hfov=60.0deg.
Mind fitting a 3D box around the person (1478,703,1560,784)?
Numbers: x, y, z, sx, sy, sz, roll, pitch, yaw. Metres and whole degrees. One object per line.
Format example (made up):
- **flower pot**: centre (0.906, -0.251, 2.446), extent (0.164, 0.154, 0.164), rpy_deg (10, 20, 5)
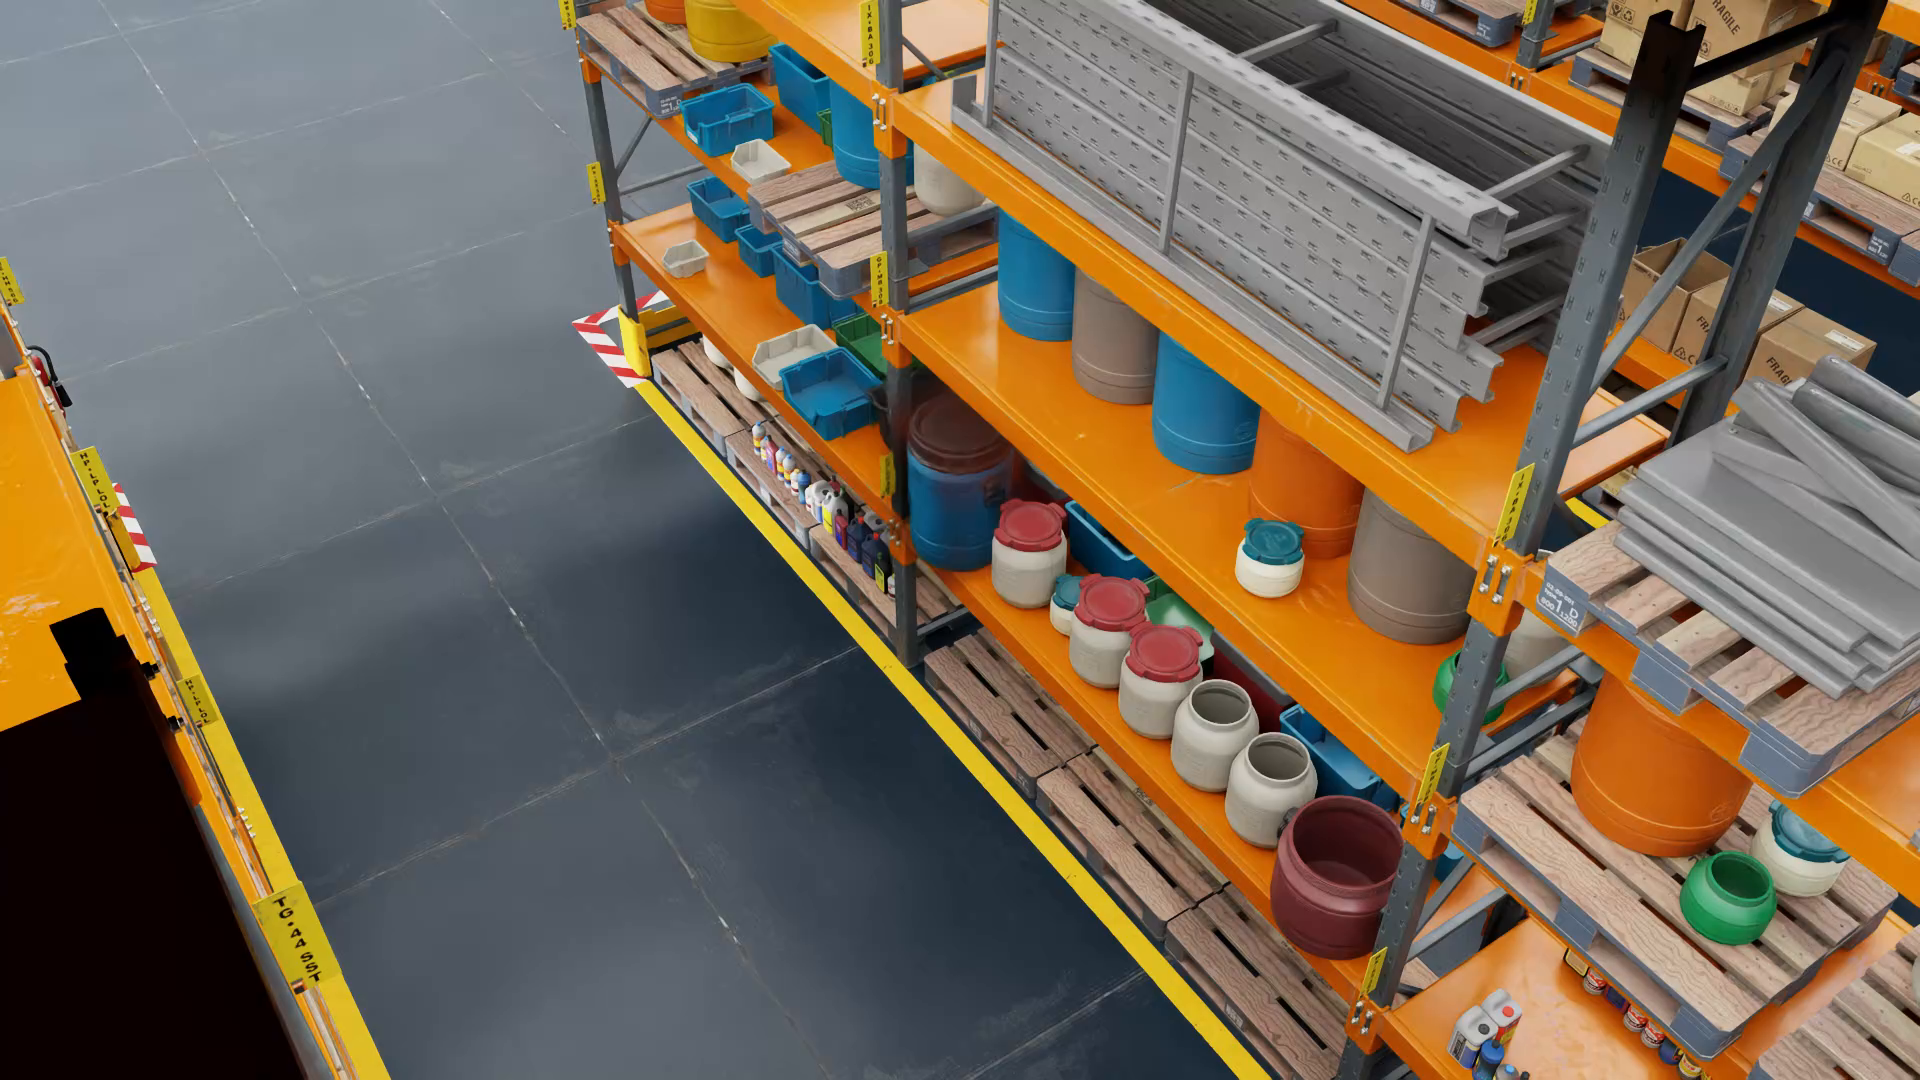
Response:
- **person**: centre (3.192, 1.214, 9.079), extent (0.449, 1.499, 0.504), rpy_deg (-24, 48, -24)
